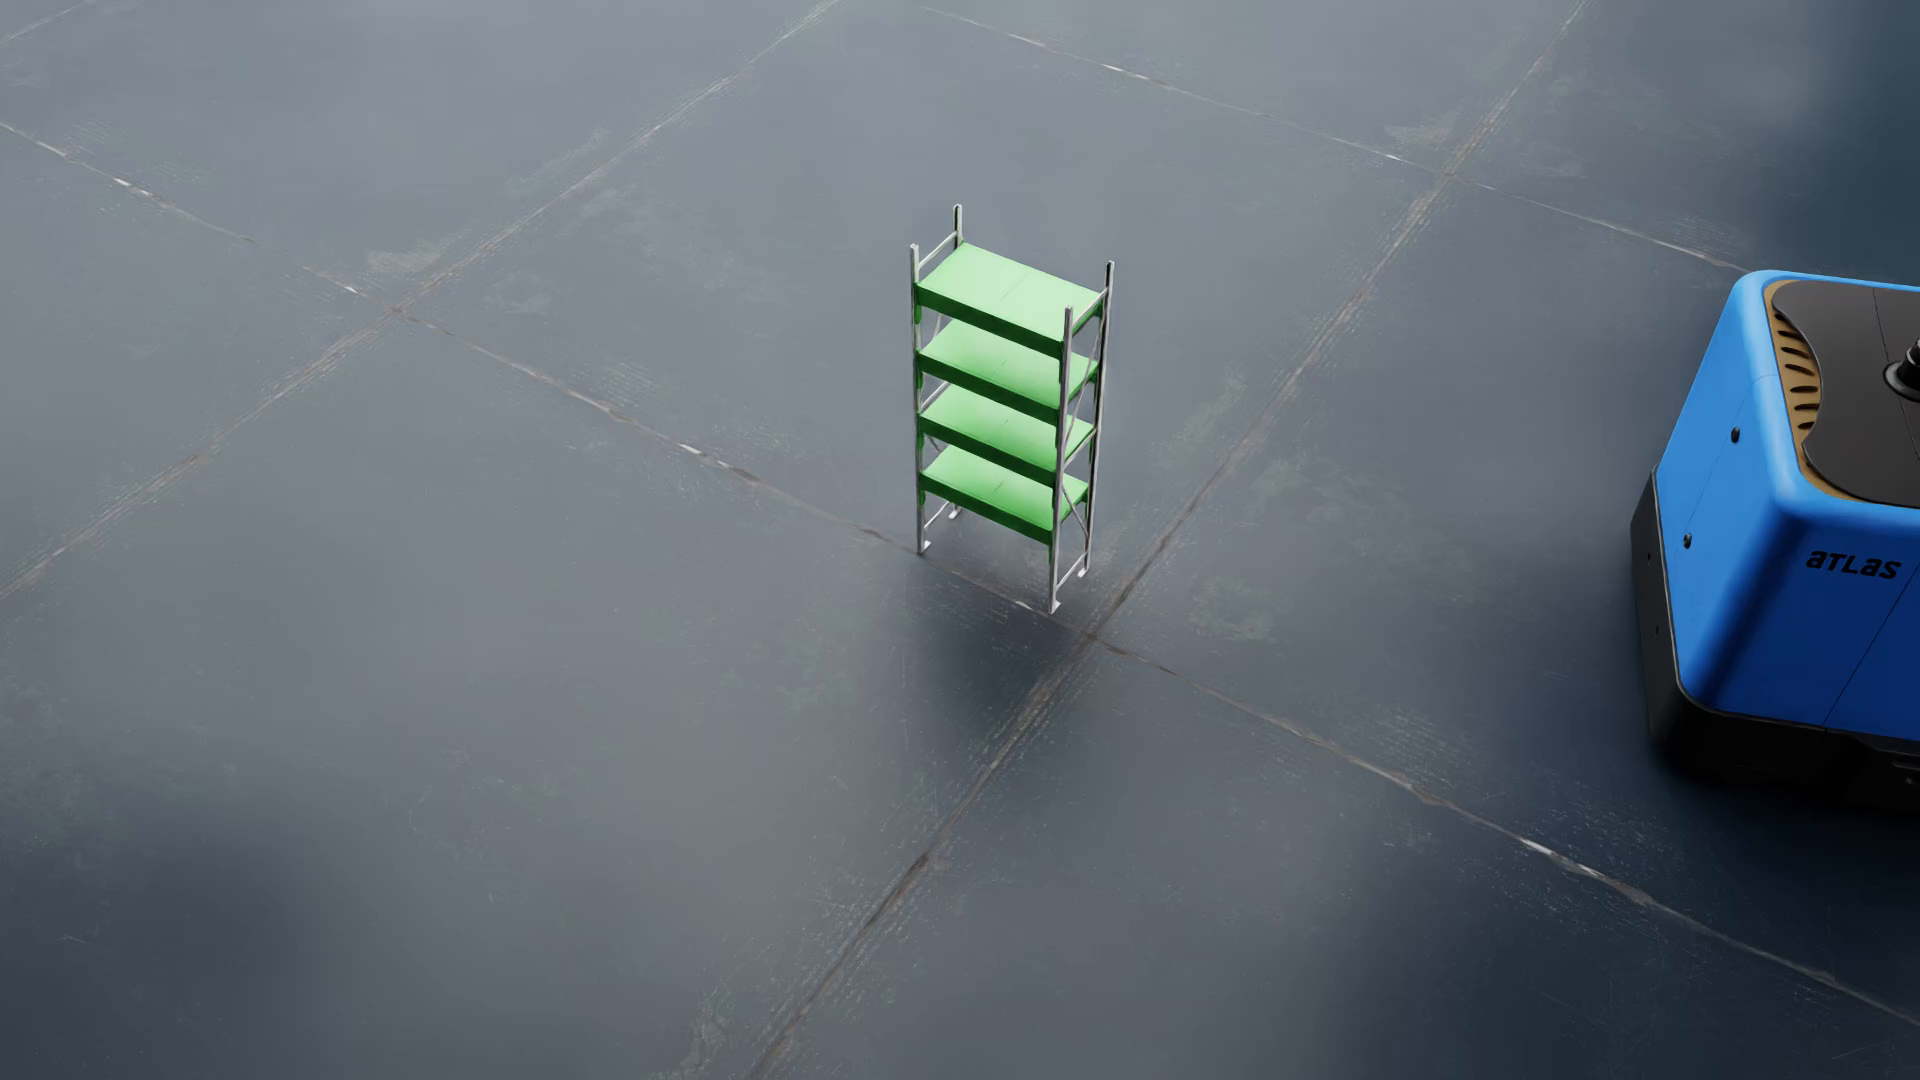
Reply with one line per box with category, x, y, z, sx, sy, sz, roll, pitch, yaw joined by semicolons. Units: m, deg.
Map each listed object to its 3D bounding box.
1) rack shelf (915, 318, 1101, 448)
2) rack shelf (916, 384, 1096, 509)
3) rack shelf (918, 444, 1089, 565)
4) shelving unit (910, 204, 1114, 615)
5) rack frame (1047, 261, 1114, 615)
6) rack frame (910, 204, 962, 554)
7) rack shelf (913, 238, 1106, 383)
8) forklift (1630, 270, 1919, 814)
rack shelf;0.139;-0.477;4.803;0.480;0.148;0.258;25;51;22
rack shelf;0.139;-0.310;4.975;0.480;0.148;0.258;25;51;22
rack shelf;0.139;-0.142;5.147;0.480;0.148;0.258;25;51;22
shelving unit;0.139;-0.354;4.929;0.503;1.200;0.258;25;51;22
rack frame;0.345;-0.260;4.837;0.015;1.200;0.240;25;51;22
rack frame;-0.066;-0.449;5.021;0.015;1.200;0.240;25;51;22
rack shelf;0.139;-0.644;4.630;0.480;0.148;0.258;25;51;22
forklift;3.555;-0.492;3.856;3.031;2.935;1.130;8;46;8
